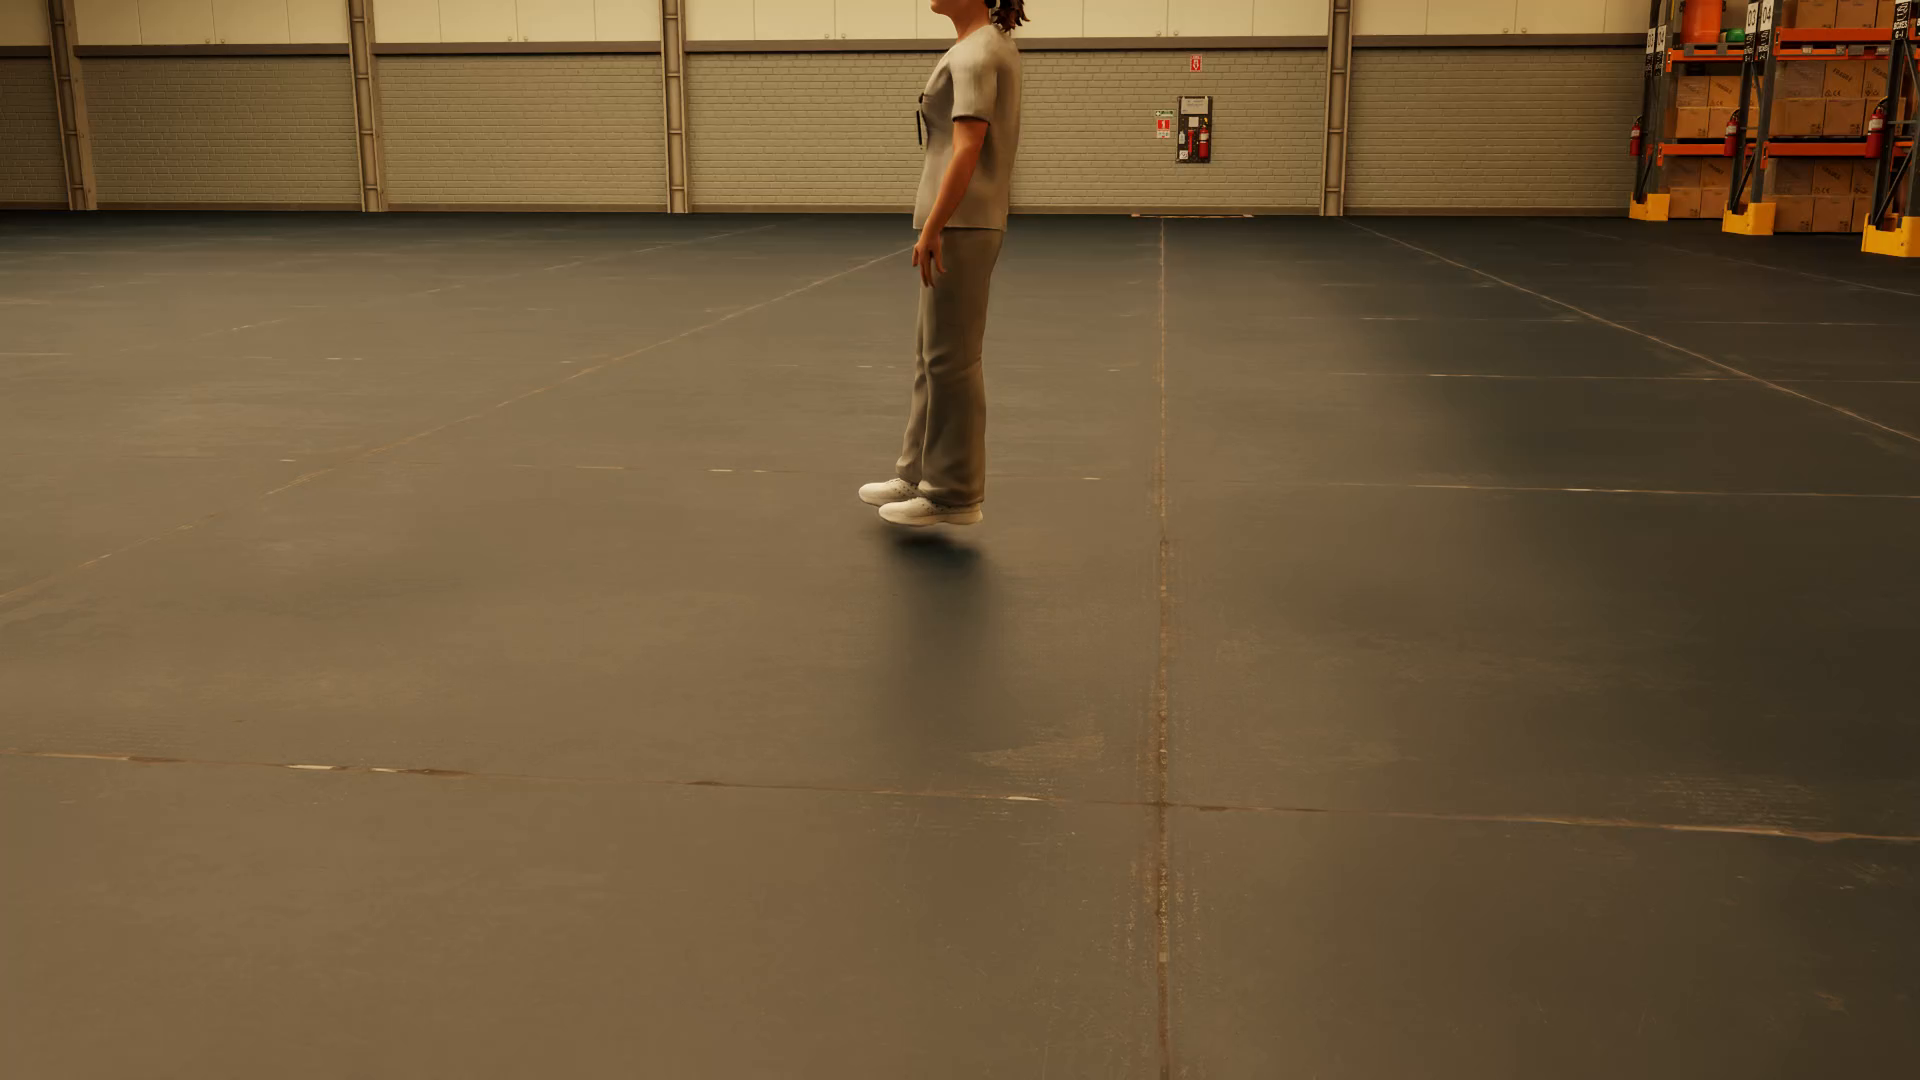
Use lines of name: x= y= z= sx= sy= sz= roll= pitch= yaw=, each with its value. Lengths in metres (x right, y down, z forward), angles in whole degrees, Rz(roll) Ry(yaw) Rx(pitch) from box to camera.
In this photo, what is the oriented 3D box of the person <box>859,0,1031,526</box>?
person: x=-0.071 y=-0.868 z=4.767 sx=0.549 sy=1.675 sz=0.549 roll=2 pitch=13 yaw=7
